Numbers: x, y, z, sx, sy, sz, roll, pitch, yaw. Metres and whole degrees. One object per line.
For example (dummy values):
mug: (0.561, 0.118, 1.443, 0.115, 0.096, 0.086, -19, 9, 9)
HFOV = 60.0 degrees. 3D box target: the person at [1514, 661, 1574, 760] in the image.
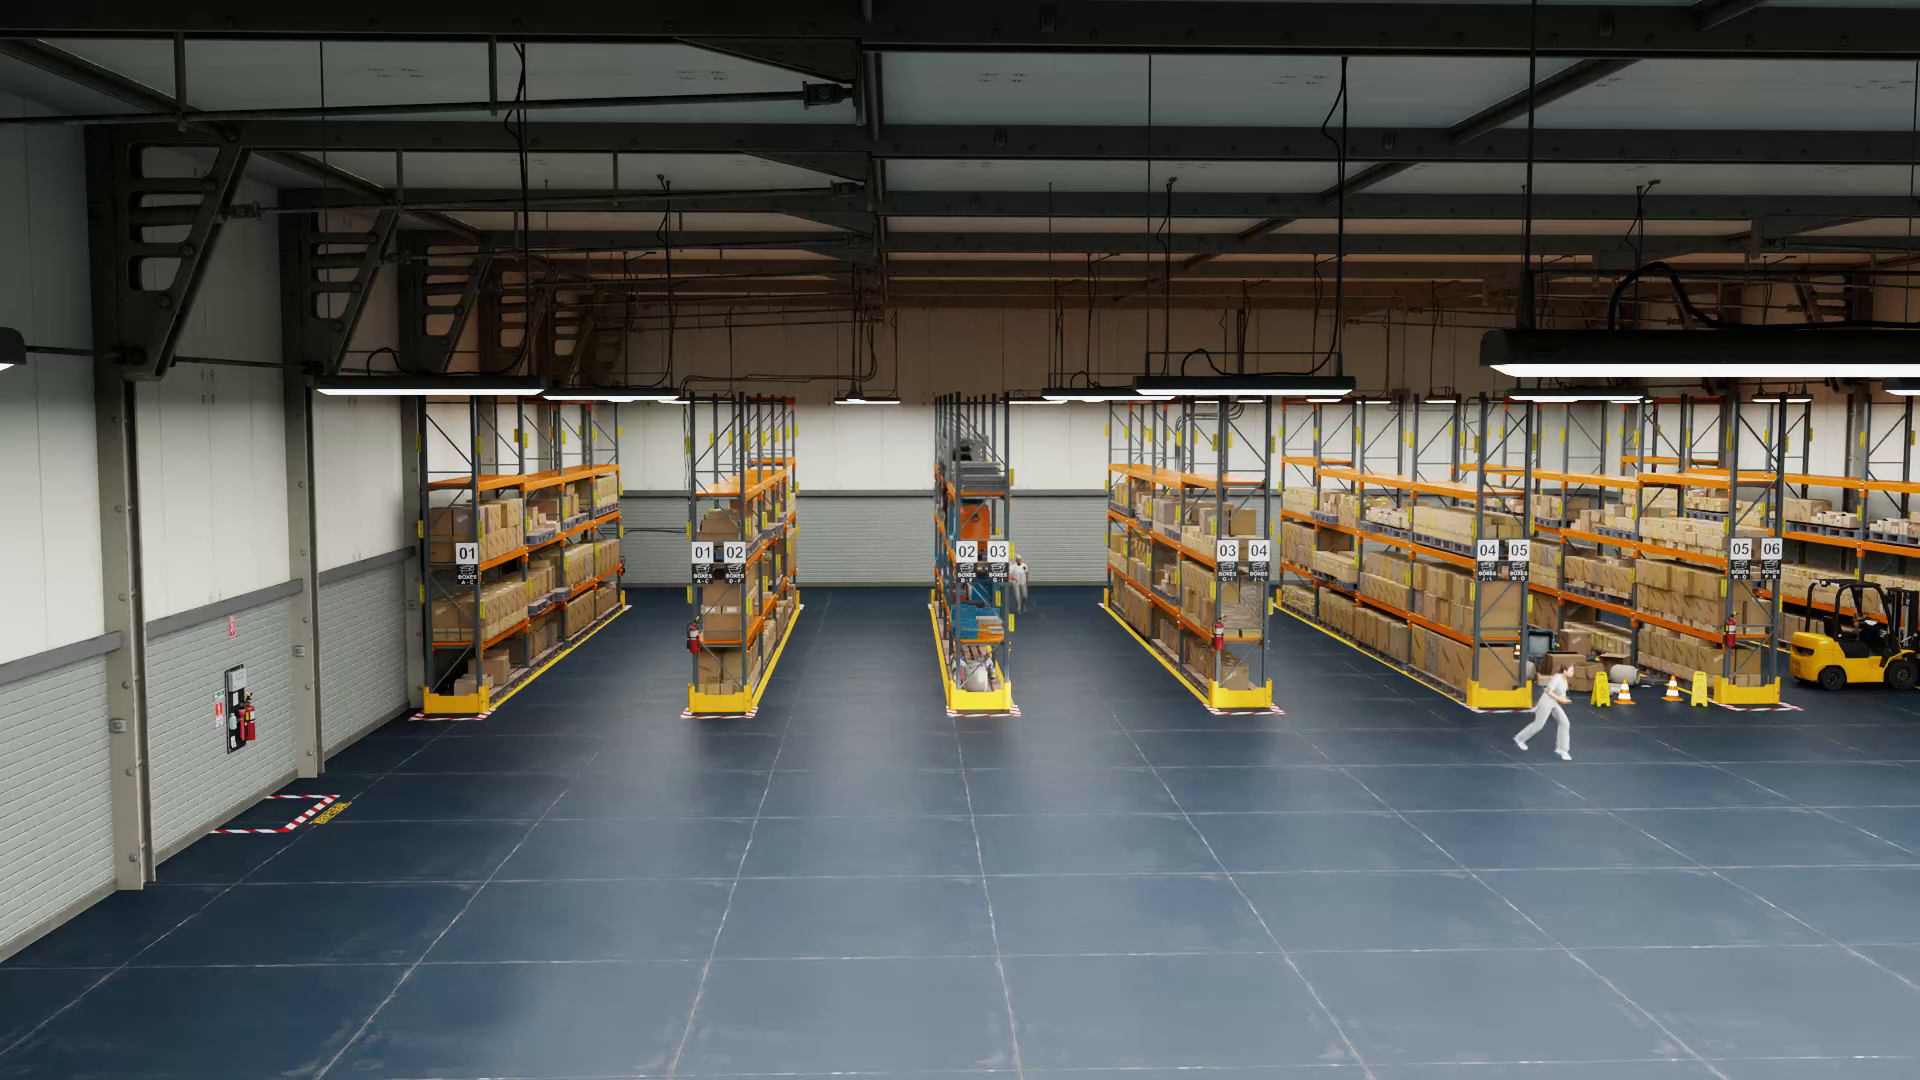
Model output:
person: (9.593, 2.765, 27.290, 0.974, 1.627, 0.605, 4, 6, 39)

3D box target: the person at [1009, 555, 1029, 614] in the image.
person: (1.638, 1.232, 45.908, 0.606, 1.634, 0.554, -1, 5, -8)

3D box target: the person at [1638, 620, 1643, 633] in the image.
person: (16.888, 1.603, 40.882, 0.598, 1.648, 0.891, -1, 5, -14)

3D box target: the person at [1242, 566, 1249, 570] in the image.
person: (8.360, 1.016, 48.387, 0.764, 1.750, 0.706, -2, 5, -20)
